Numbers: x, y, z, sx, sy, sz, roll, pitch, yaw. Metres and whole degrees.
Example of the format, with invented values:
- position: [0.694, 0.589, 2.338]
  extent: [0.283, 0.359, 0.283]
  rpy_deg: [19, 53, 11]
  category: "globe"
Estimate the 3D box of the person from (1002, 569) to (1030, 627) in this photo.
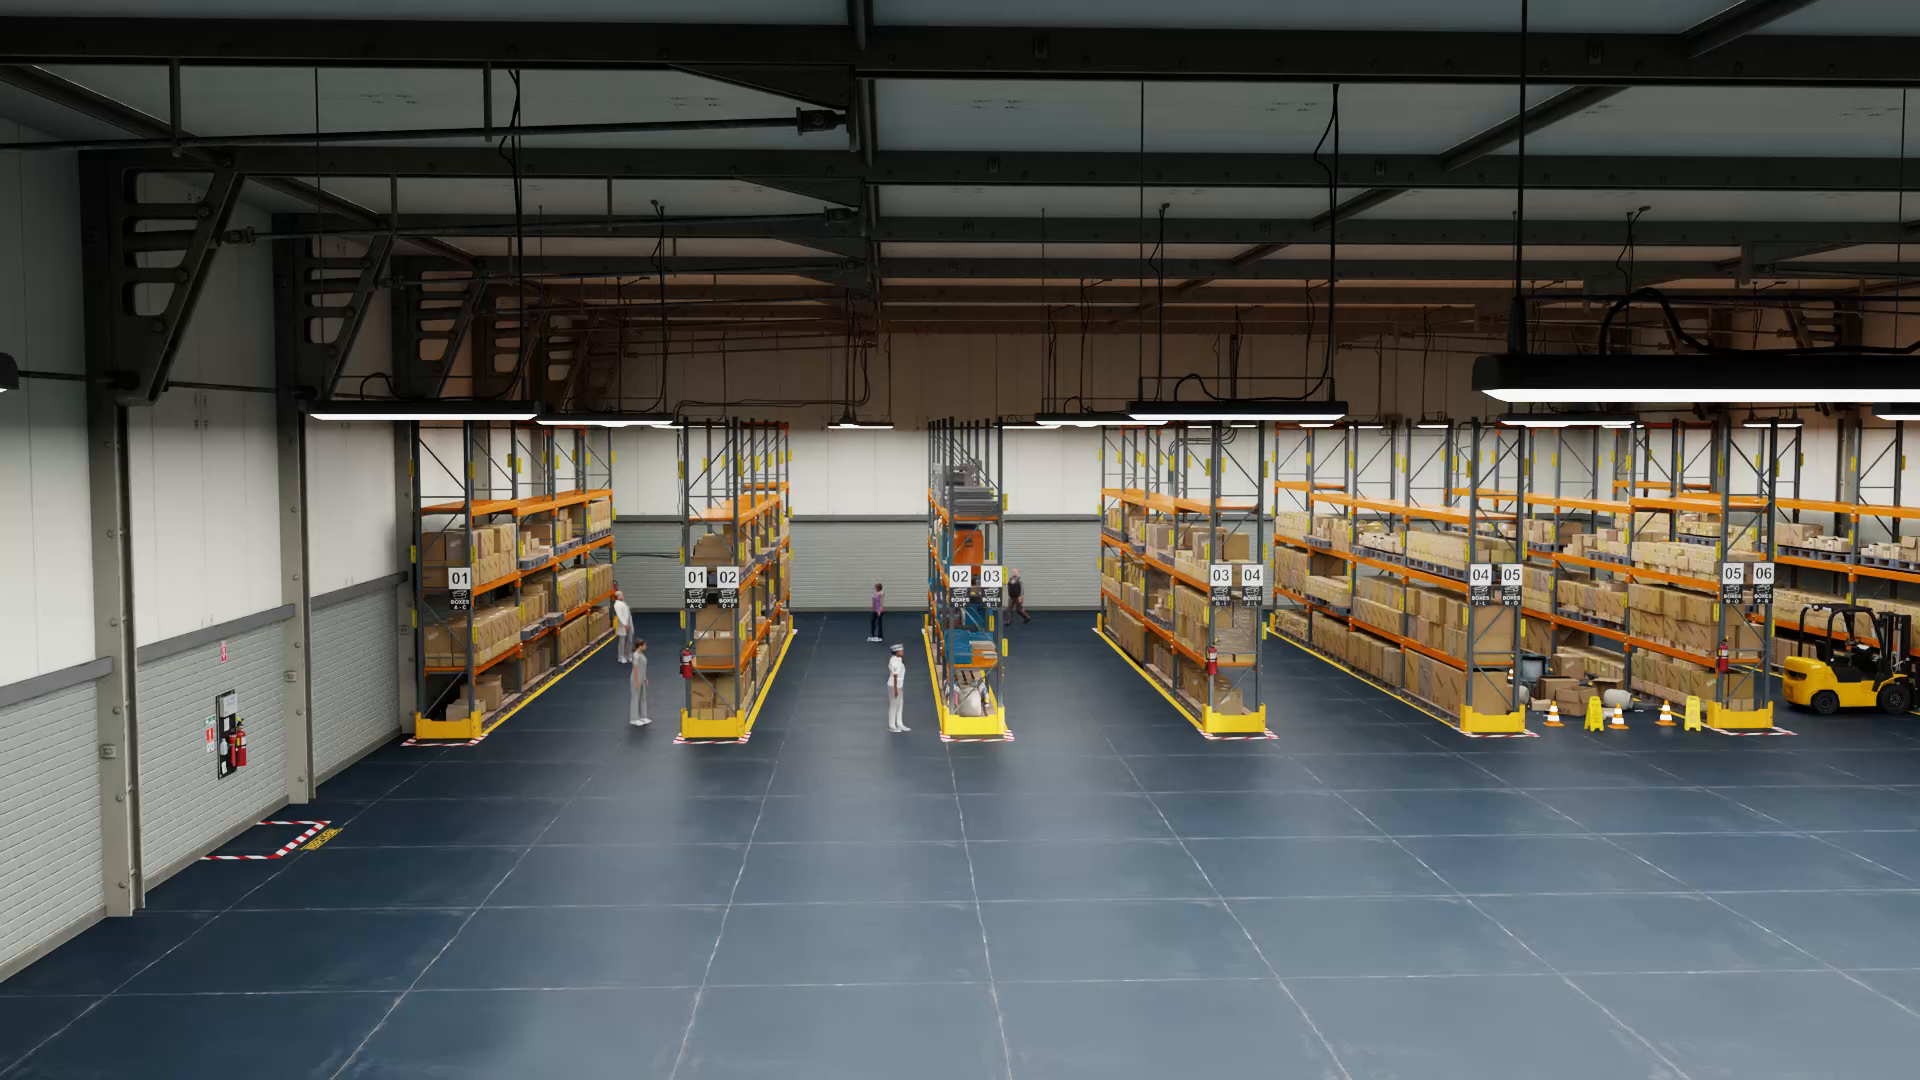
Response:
- position: [1.627, 1.692, 48.820]
  extent: [0.912, 1.700, 0.559]
  rpy_deg: [-3, 5, -37]
  category: "person"

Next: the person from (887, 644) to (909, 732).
- position: [-1.186, 2.819, 31.688]
  extent: [0.413, 1.696, 0.470]
  rpy_deg: [0, 4, 4]
  category: "person"

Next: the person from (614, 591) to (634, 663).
- position: [-8.283, 2.169, 41.210]
  extent: [0.621, 1.812, 0.663]
  rpy_deg: [2, 4, 30]
  category: "person"

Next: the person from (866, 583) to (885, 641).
- position: [-2.302, 1.980, 45.418]
  extent: [0.371, 1.630, 0.501]
  rpy_deg: [-3, 5, -40]
  category: "person"

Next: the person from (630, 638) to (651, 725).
- position: [-6.252, 2.761, 32.510]
  extent: [0.394, 1.690, 0.461]
  rpy_deg: [0, 4, 6]
  category: "person"
